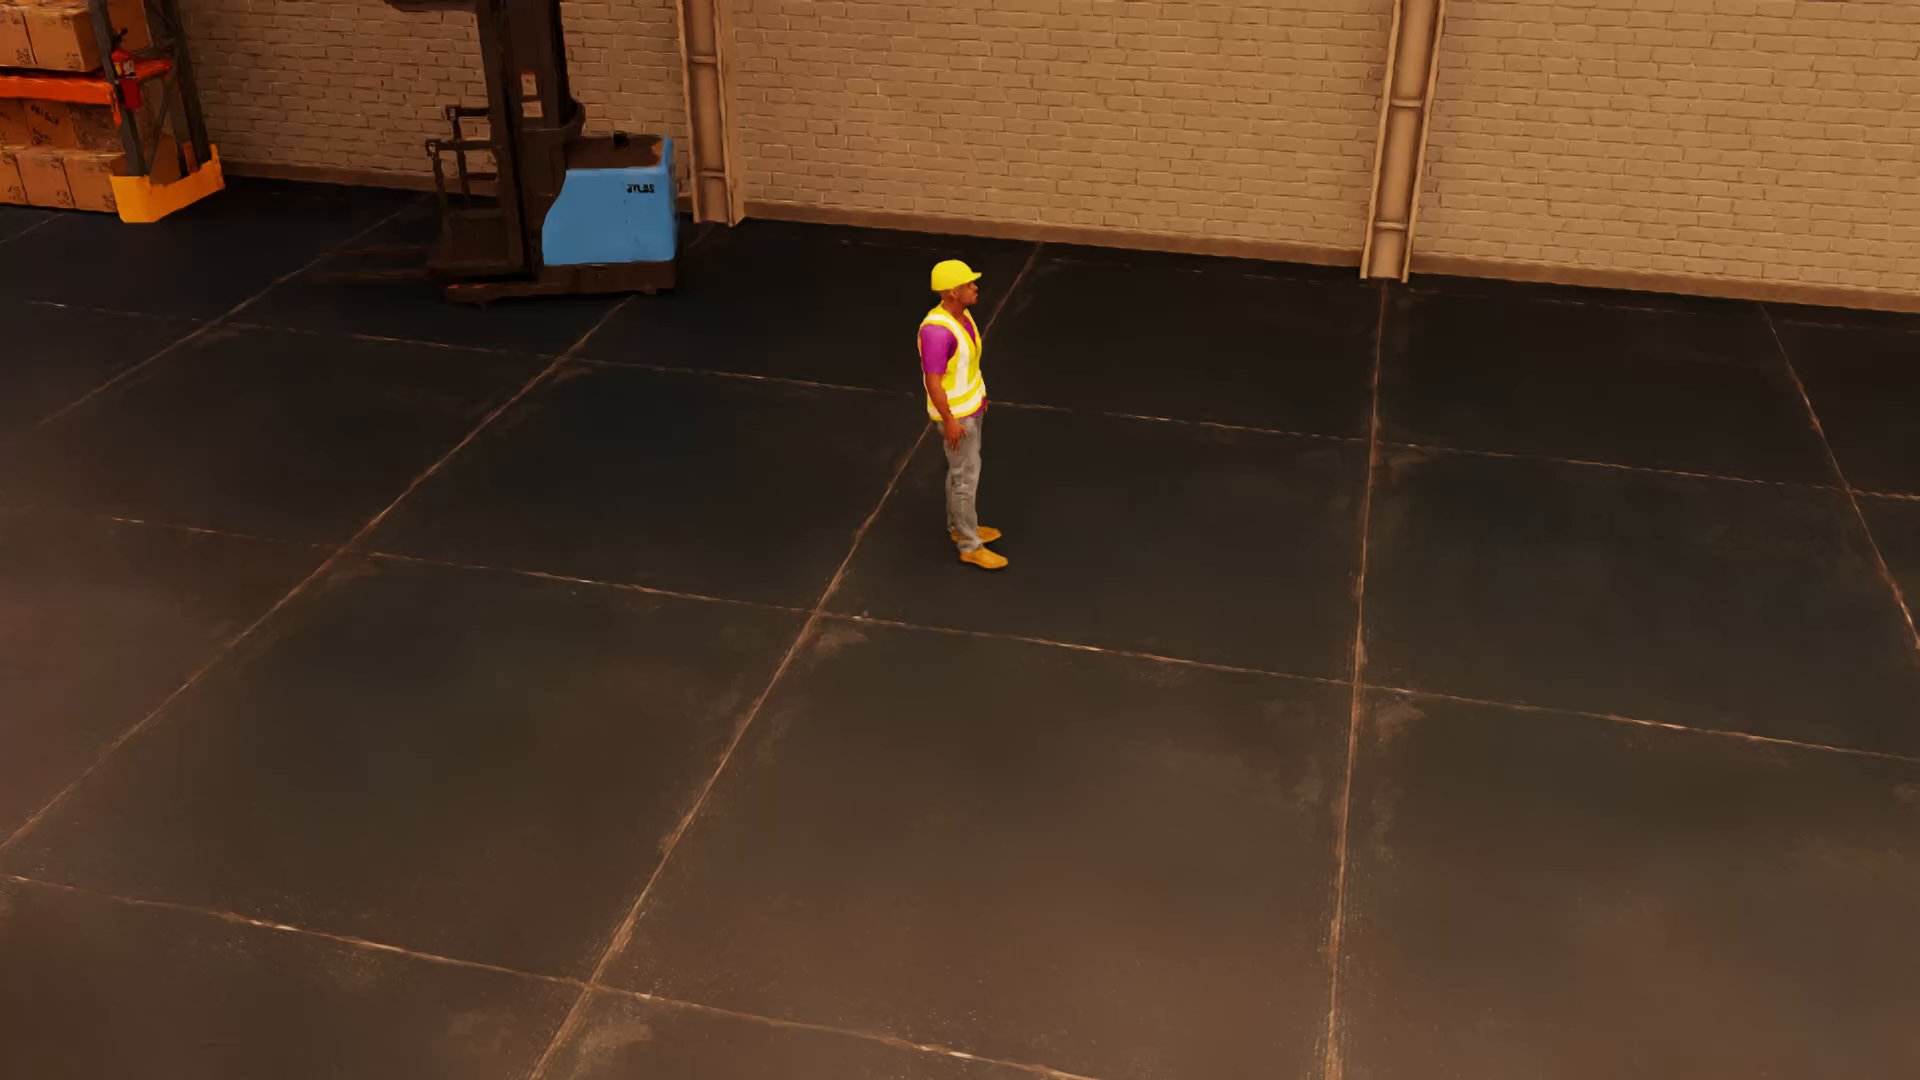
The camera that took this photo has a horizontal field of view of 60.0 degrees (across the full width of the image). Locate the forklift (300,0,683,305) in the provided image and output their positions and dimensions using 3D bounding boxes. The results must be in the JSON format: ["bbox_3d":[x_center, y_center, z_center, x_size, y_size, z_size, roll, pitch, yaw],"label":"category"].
[{"bbox_3d":[-3.867,-3.455,13.268,3.031,2.935,1.130,-3,30,-5],"label":"forklift"}]

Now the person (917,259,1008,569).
[{"bbox_3d":[0.066,-0.764,9.685,0.576,1.766,0.665,7,30,12],"label":"person"}]
